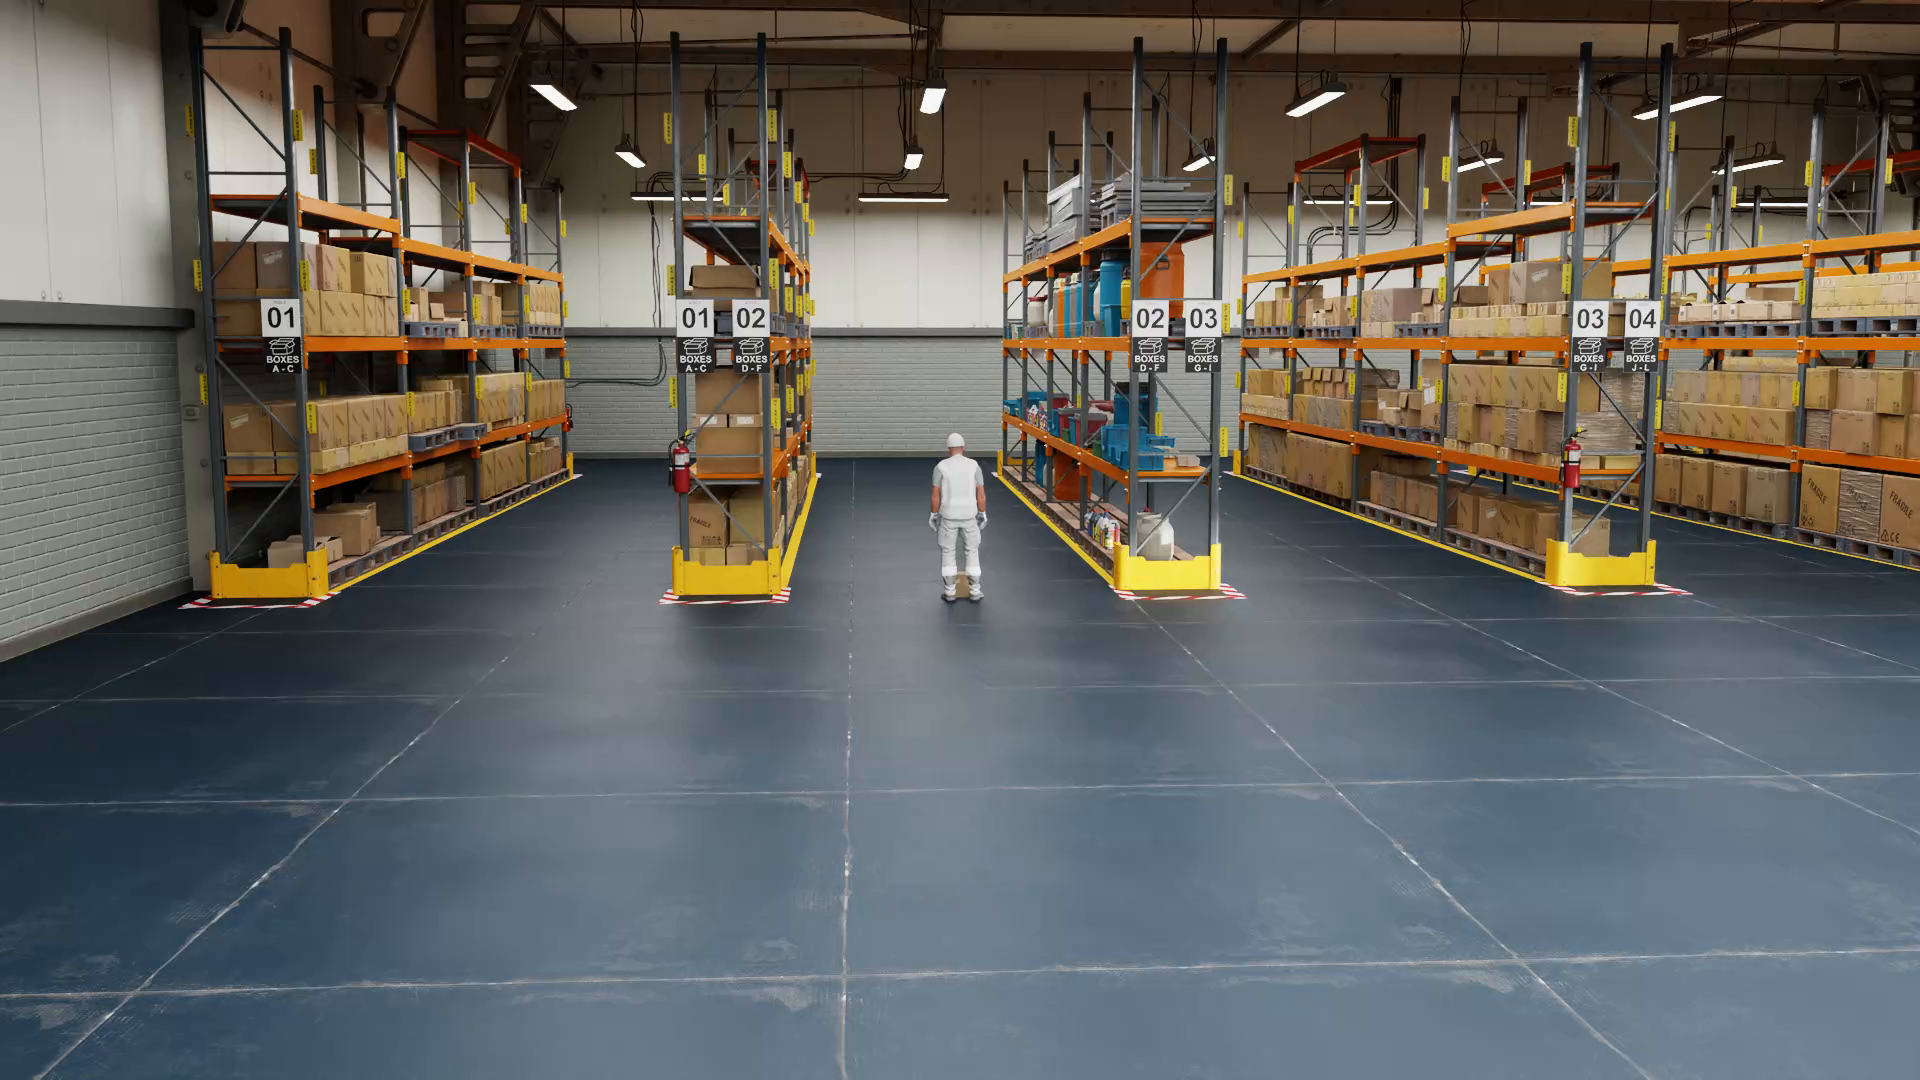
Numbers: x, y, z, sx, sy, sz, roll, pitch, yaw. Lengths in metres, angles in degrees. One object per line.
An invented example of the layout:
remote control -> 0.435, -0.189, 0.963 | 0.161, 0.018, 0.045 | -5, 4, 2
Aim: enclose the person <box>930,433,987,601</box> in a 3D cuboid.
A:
person -> -0.017, -0.248, 17.771 | 0.619, 1.779, 0.455 | -1, 7, -5
